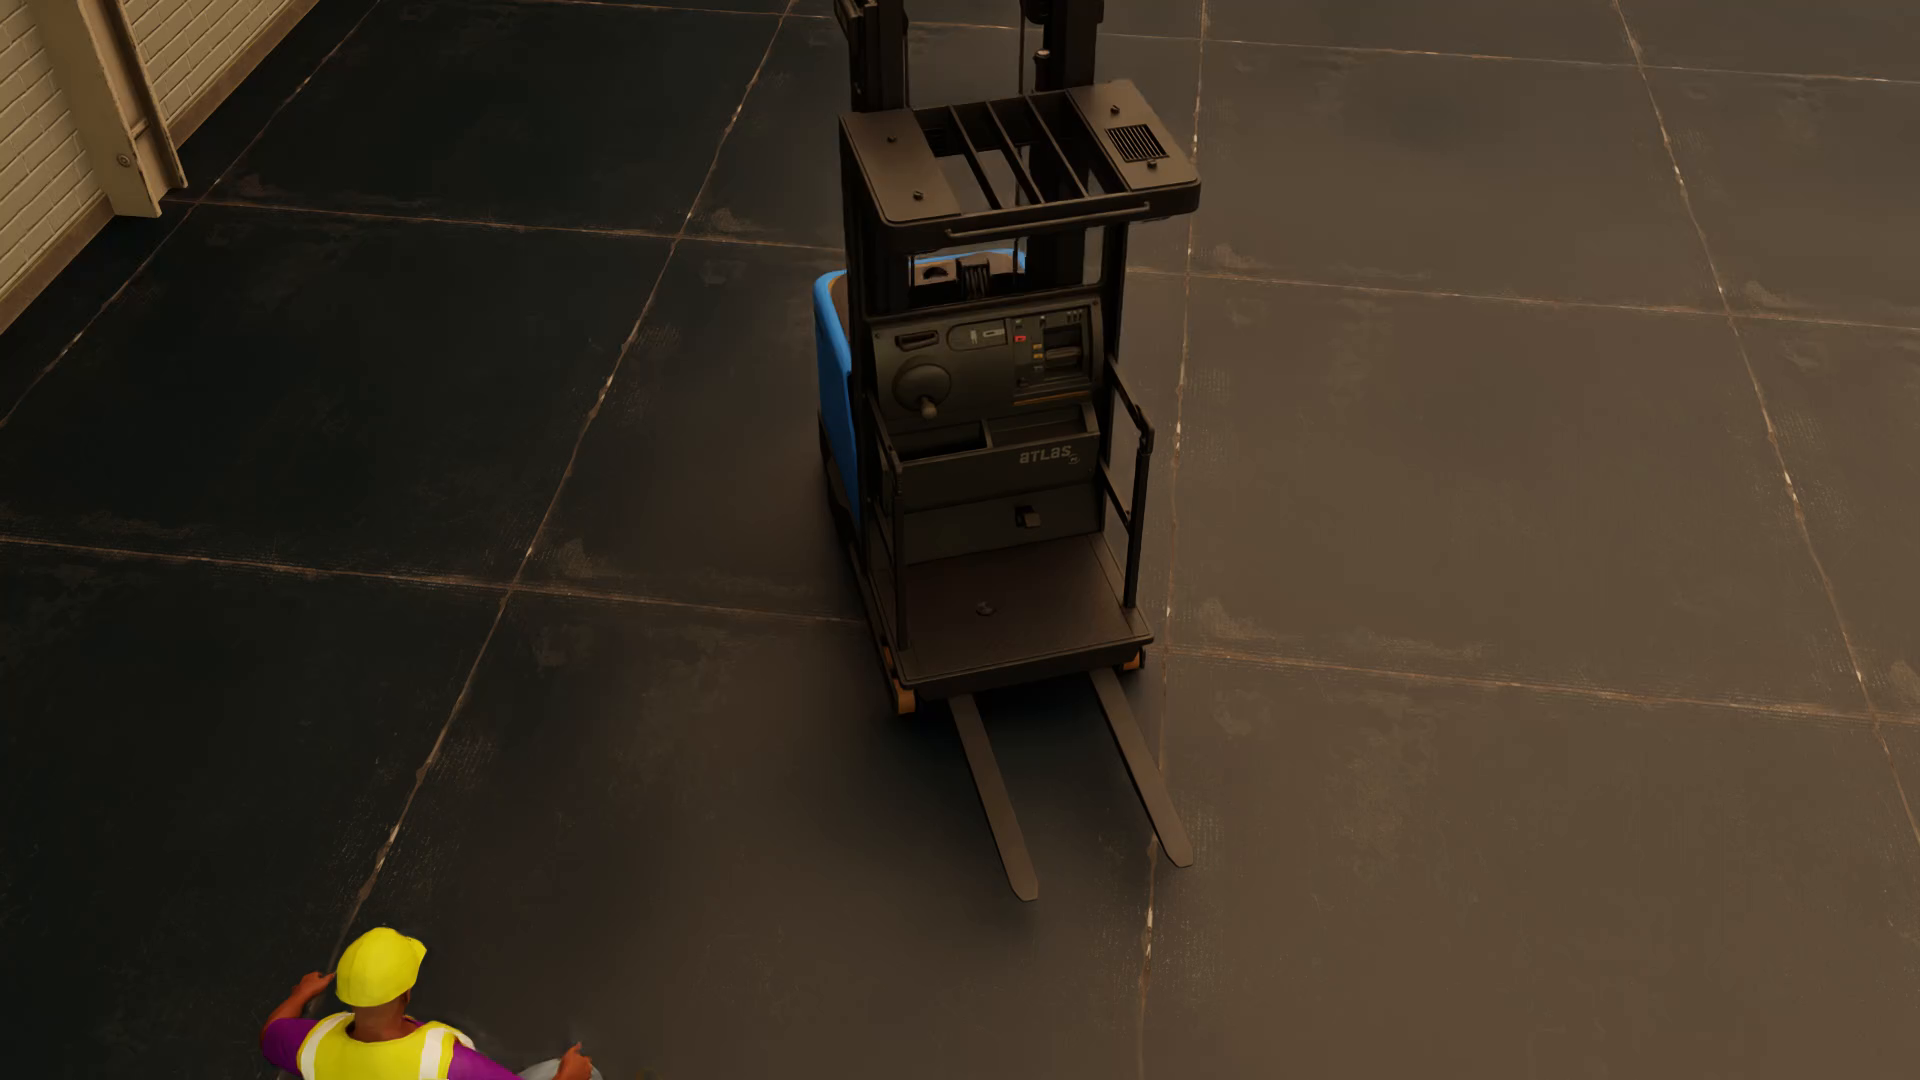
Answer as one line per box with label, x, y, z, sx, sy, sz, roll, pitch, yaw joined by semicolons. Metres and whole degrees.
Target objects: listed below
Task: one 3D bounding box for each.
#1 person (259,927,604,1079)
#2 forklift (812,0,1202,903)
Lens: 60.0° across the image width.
person;-1.589;1.628;4.975;1.027;1.611;0.928;8;43;9
forklift;0.172;-0.632;6.412;1.130;2.935;3.031;-10;44;-11
